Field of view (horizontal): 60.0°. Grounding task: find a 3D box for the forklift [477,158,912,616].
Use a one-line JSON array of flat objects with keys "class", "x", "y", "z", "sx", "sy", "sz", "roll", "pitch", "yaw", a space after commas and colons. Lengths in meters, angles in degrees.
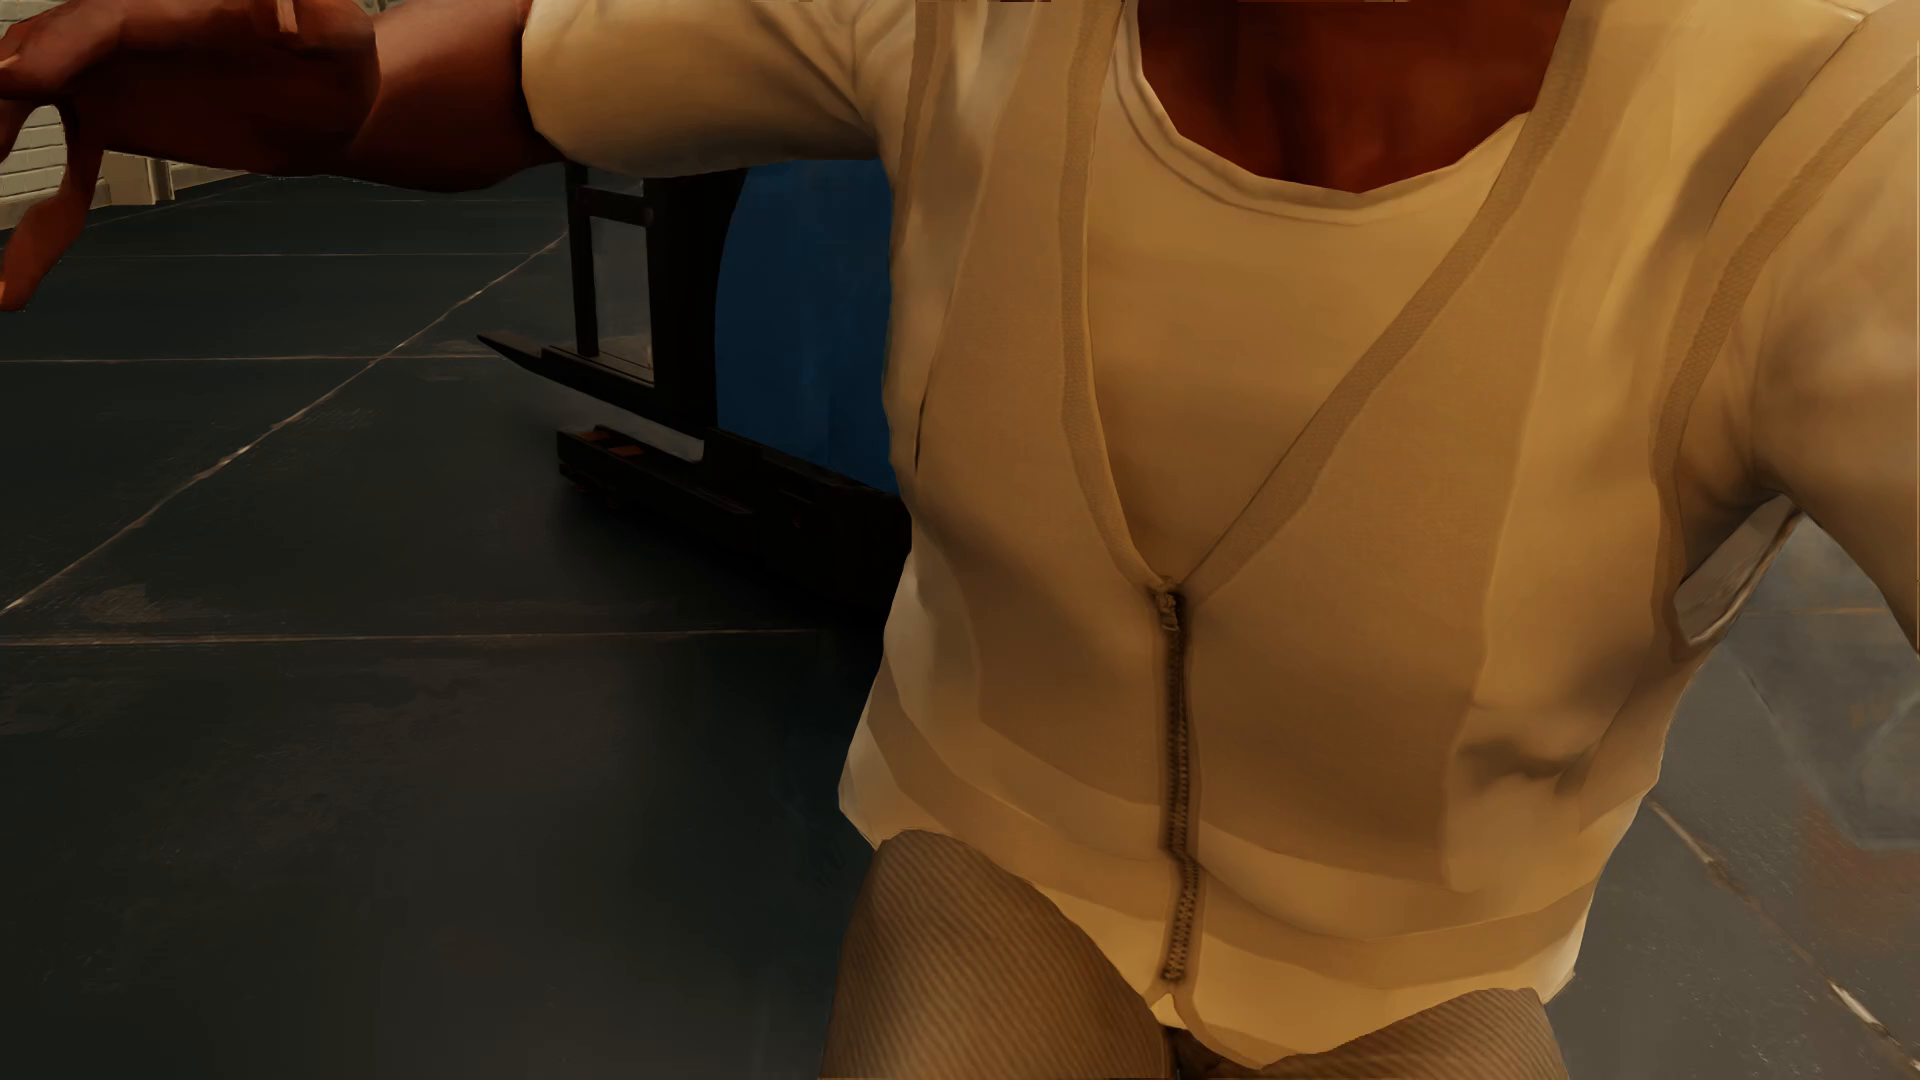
[{"class": "forklift", "x": -0.387, "y": -1.548, "z": 3.968, "sx": 1.130, "sy": 2.935, "sz": 3.031, "roll": -12, "pitch": 21, "yaw": -34}]
